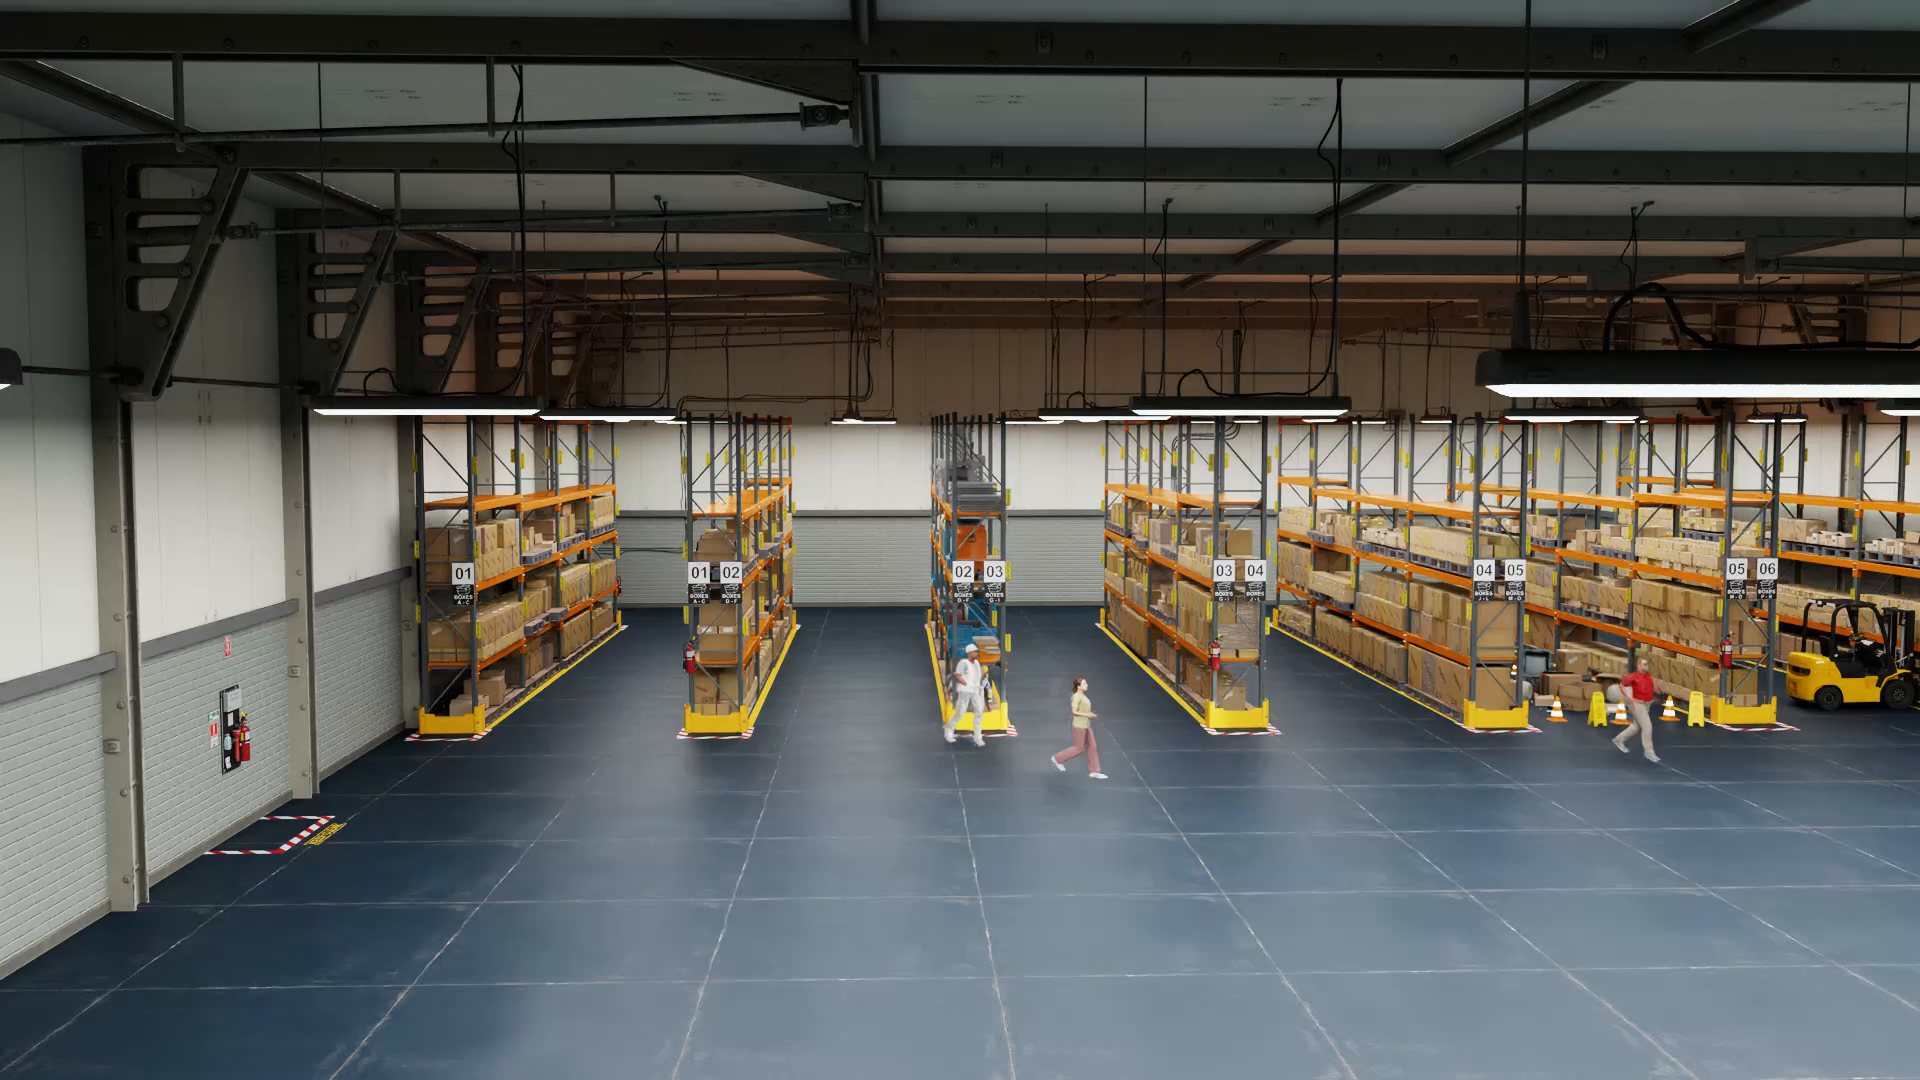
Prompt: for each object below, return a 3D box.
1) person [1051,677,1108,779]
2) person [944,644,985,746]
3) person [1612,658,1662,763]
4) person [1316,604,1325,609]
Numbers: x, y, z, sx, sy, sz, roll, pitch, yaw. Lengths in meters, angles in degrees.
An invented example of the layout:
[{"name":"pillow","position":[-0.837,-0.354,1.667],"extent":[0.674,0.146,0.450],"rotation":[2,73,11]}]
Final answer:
[{"name":"person","position":[1.946,3.044,27.005],"extent":[0.935,1.663,0.578],"rotation":[1,4,19]},{"name":"person","position":[0.208,2.775,30.009],"extent":[0.858,1.783,0.748],"rotation":[3,5,40]},{"name":"person","position":[11.736,2.909,28.727],"extent":[0.642,1.759,0.914],"rotation":[-4,5,-43]},{"name":"person","position":[10.479,1.584,48.745],"extent":[0.689,1.648,0.529],"rotation":[-3,5,-35]}]
